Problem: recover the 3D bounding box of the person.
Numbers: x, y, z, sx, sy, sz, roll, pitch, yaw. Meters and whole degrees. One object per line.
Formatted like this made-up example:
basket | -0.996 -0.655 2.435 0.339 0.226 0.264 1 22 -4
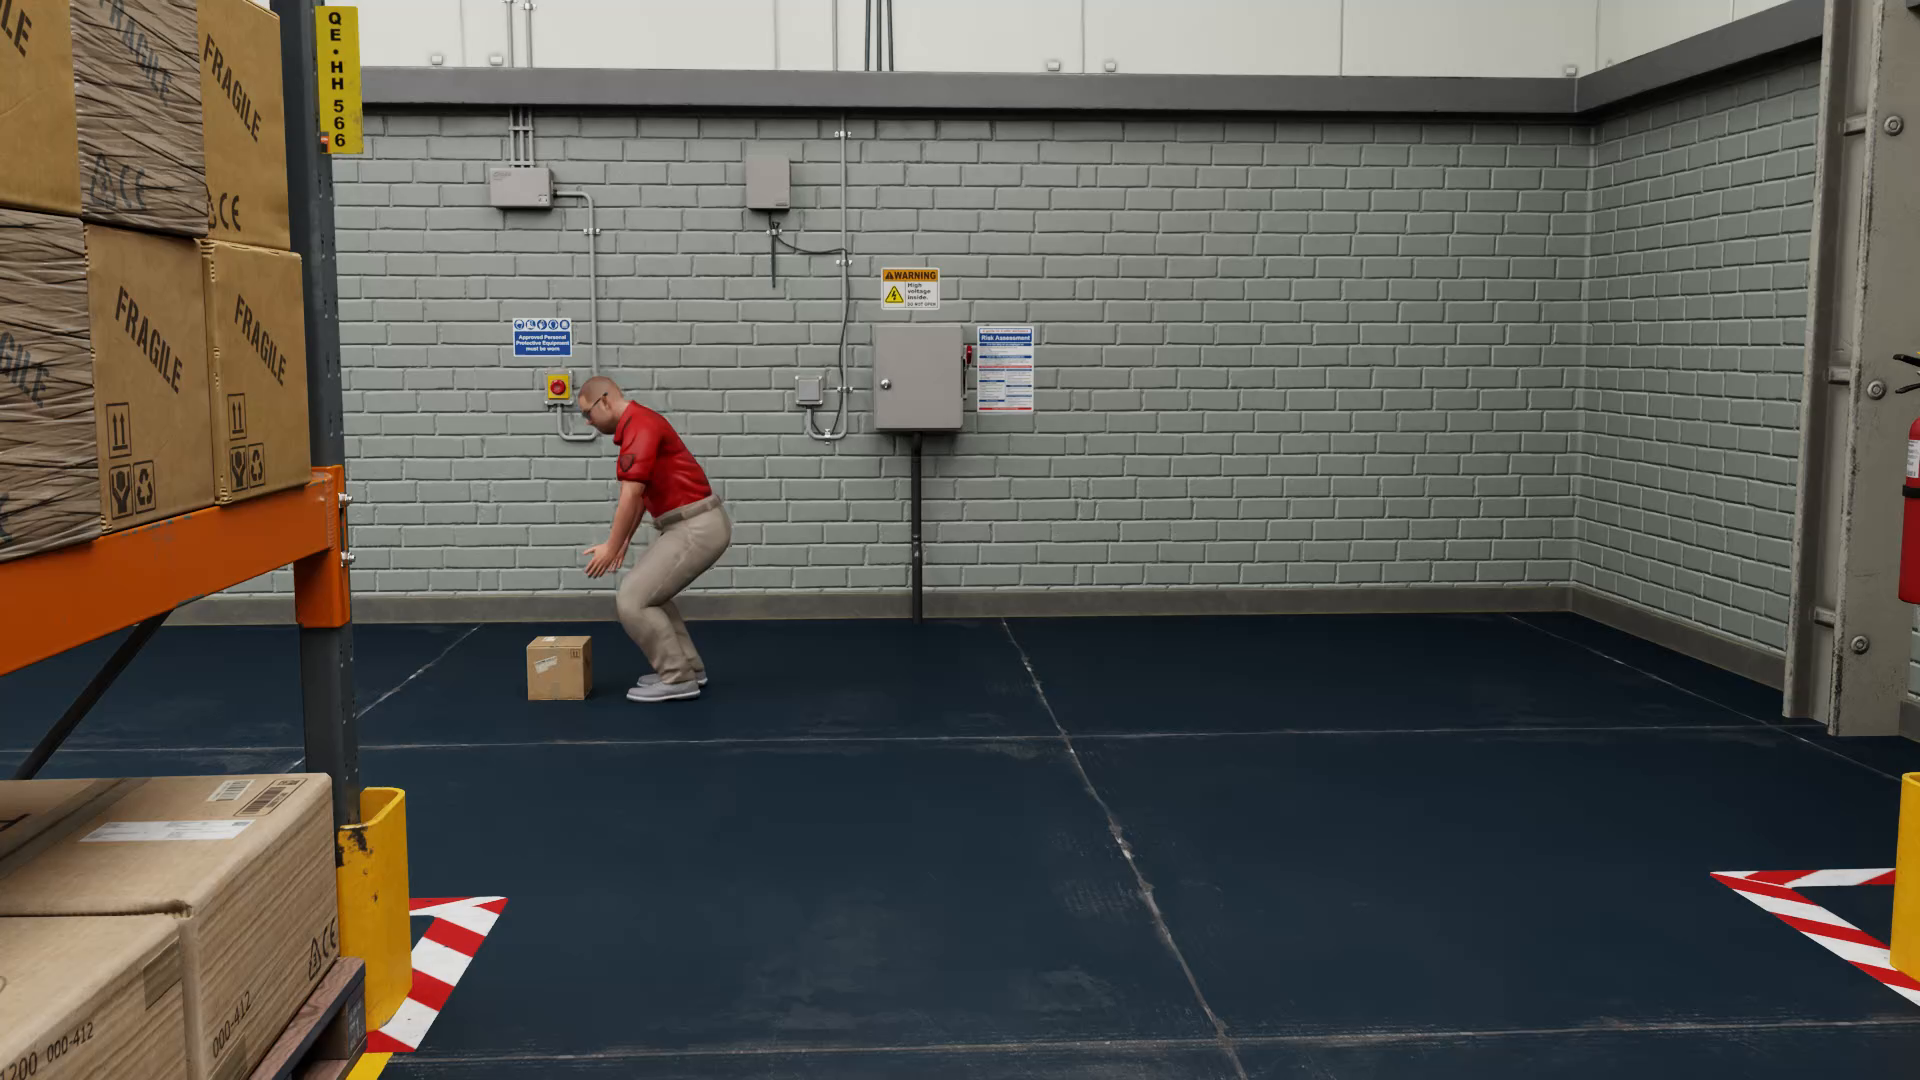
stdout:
person | -1.379 -0.007 7.549 0.666 1.459 0.588 0 7 -3
